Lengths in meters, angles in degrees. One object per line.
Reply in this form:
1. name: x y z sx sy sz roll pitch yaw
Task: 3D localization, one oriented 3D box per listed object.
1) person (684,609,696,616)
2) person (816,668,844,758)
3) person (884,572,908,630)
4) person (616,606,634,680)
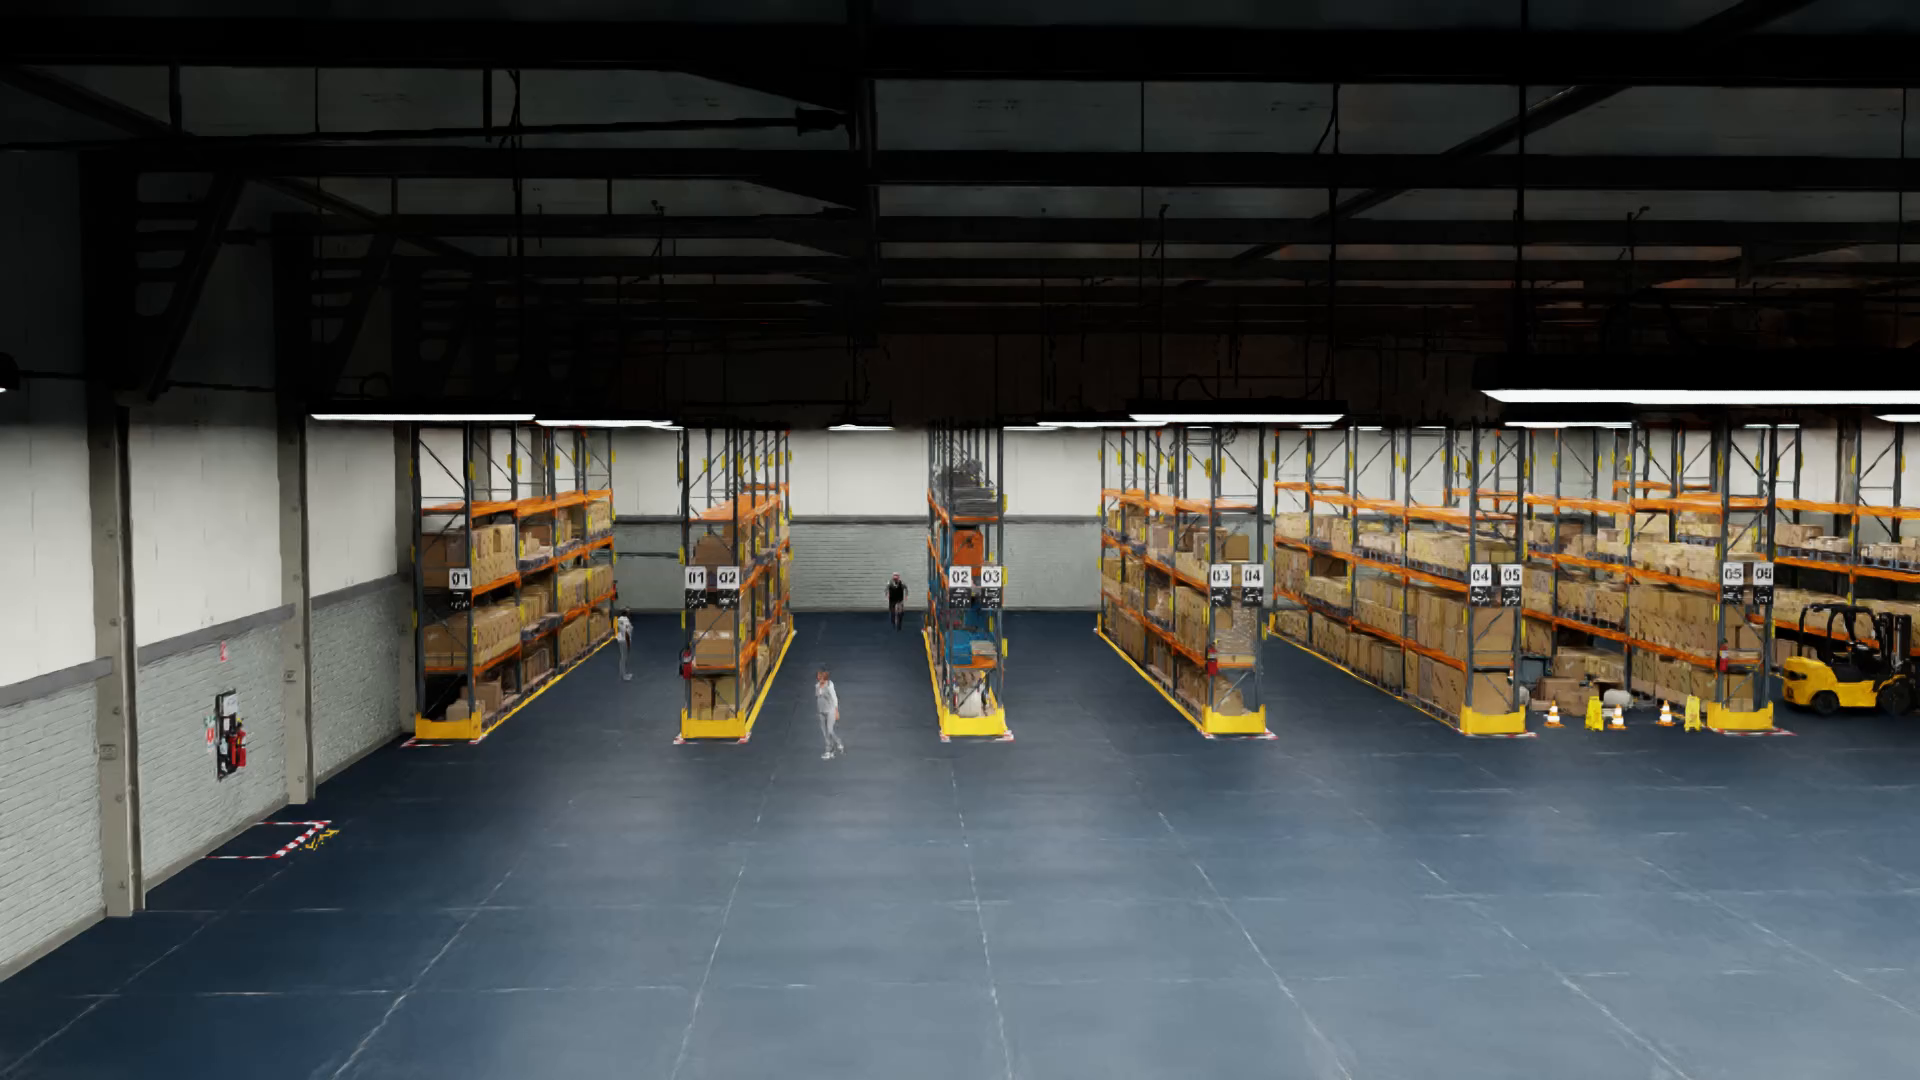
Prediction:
1. person: -8.309 1.652 51.444 0.451 1.451 0.650 3 5 36
2. person: -2.282 3.027 29.143 0.467 1.590 0.476 3 5 37
3. person: -1.856 1.714 48.308 0.680 1.599 0.866 0 4 3
4. person: -7.730 2.361 38.483 0.440 1.683 0.551 -2 4 -29
